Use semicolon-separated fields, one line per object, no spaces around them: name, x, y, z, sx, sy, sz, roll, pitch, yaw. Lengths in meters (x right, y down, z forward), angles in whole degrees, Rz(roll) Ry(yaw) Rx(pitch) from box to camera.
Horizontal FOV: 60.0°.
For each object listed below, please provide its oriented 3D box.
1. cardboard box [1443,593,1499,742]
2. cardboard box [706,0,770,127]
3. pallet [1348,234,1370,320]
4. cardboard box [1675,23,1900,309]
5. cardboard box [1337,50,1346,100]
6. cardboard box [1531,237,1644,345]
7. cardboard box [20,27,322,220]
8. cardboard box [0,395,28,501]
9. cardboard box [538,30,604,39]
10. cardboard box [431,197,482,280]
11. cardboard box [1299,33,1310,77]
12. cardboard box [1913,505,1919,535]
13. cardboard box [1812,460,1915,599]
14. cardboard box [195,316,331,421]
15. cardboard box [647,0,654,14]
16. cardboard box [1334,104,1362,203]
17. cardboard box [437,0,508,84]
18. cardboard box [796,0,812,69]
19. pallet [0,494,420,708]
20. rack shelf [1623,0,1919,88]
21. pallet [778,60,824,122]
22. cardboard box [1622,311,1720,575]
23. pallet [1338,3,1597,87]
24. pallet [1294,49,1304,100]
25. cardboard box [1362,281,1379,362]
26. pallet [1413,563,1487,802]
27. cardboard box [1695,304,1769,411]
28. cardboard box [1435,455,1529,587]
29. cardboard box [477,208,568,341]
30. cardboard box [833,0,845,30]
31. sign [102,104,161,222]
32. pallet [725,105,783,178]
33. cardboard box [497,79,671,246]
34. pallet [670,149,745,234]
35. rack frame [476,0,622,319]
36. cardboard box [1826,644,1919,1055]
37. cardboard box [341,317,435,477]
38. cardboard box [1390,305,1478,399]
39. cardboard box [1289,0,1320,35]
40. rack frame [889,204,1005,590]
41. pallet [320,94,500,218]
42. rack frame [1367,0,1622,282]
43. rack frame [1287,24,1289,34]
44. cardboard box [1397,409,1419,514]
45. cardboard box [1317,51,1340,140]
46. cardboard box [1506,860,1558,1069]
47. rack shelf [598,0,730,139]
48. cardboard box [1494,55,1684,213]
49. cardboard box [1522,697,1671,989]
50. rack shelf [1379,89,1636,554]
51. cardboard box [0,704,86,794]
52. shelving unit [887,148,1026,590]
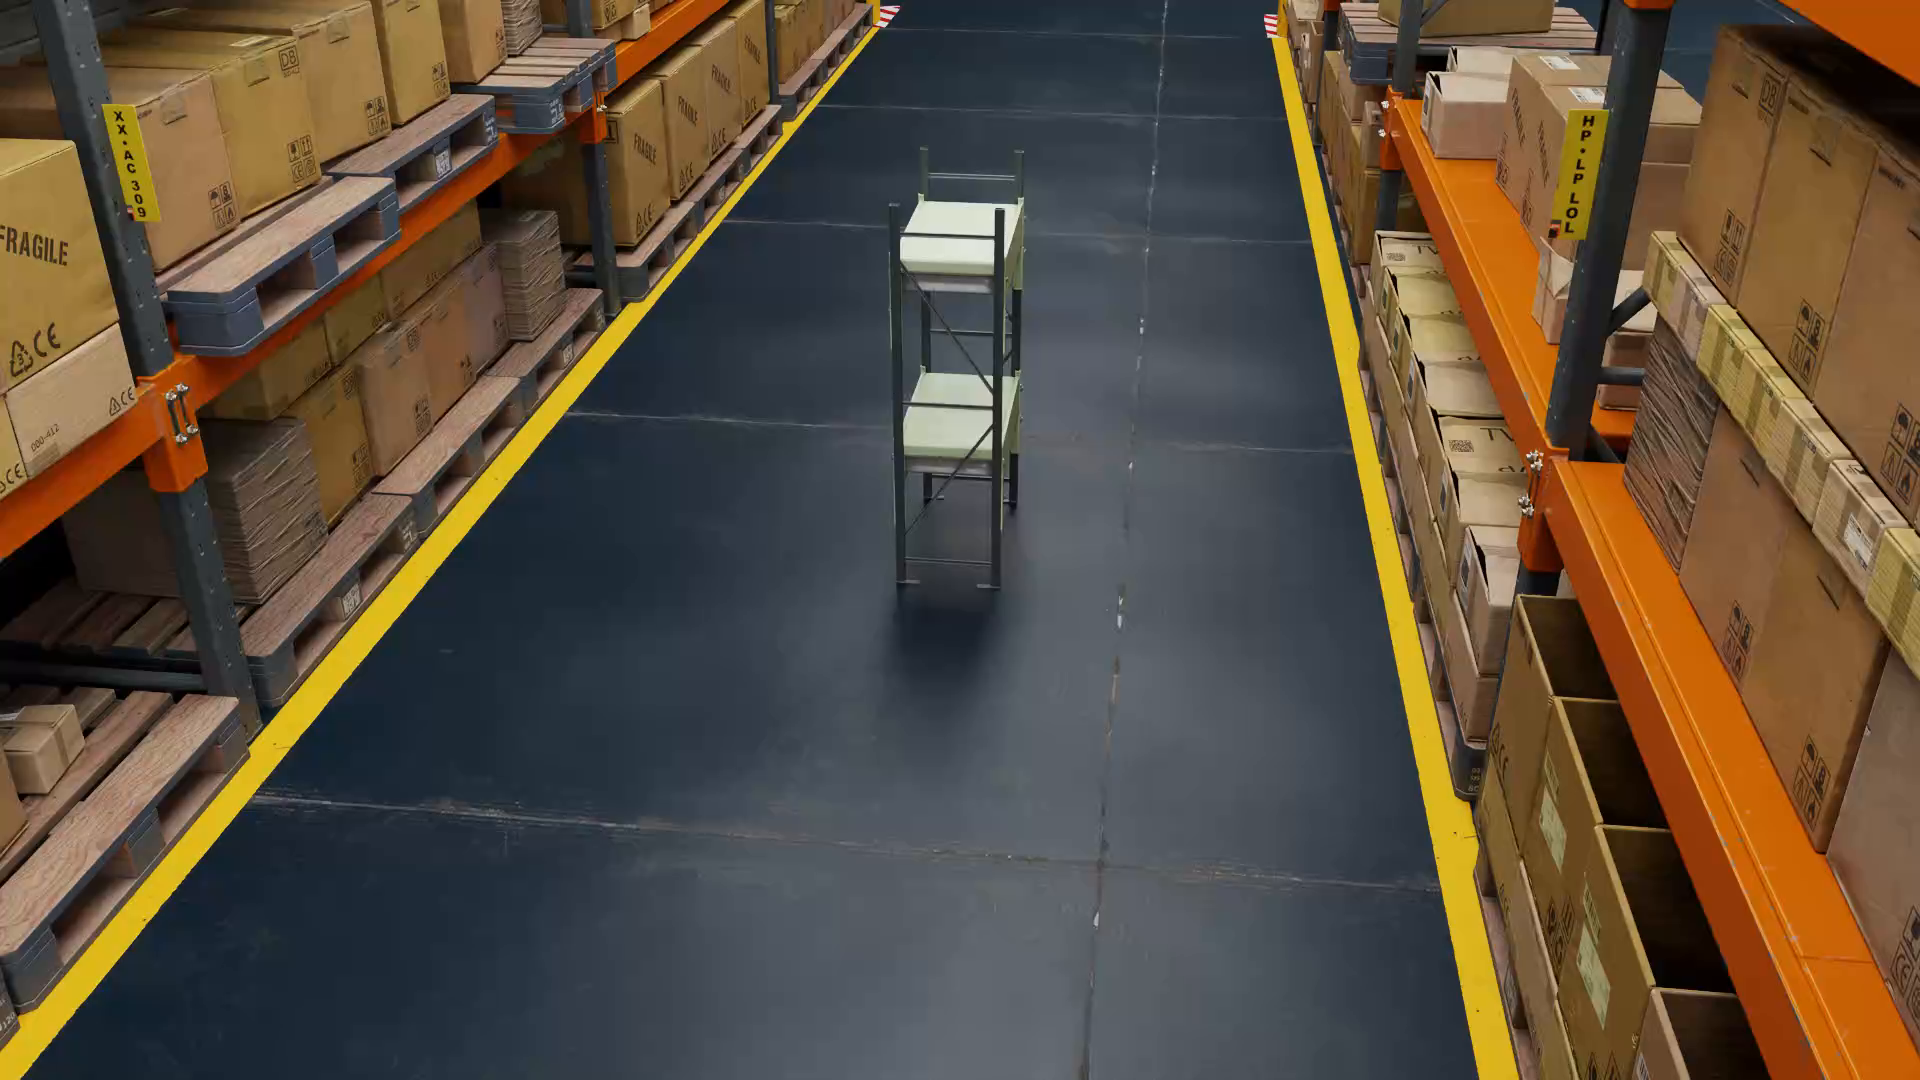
cardboard box;1.841;0.410;5.283;0.500;0.250;0.500;3;28;6
cardboard box;-1.809;-3.380;11.686;0.750;0.750;0.750;4;29;7
pallet;2.697;-1.408;9.141;1.003;0.211;1.213;3;28;6
cardboard box;2.030;-0.810;3.617;0.700;0.500;0.500;3;29;6
cardboard box;2.635;-2.908;10.367;0.500;0.250;0.500;3;29;6
cardboard box;2.004;-0.769;5.156;0.396;0.266;0.258;3;28;5
cardboard box;-2.667;-1.428;5.668;0.700;0.500;0.500;6;29;11
cardboard box;-2.665;-0.158;4.017;0.500;0.250;0.500;3;29;6
cardboard box;-2.078;-2.612;8.680;0.380;0.149;0.250;3;28;5
cardboard box;-2.517;-1.389;7.547;0.500;0.250;0.500;4;29;7
cardboard box;2.938;-3.817;13.043;0.500;0.311;0.500;3;28;6
cardboard box;1.846;-0.101;2.301;0.700;0.500;0.500;3;28;6
cardboard box;1.699;-0.011;2.819;0.380;0.149;0.250;3;28;5
cardboard box;-2.715;-0.668;6.208;0.500;0.250;0.500;3;28;5
cardboard box;-1.991;-3.099;9.583;0.380;0.149;0.250;4;29;7
cardboard box;2.572;-2.325;10.074;0.500;0.500;0.500;2;28;4
cardboard box;-2.438;-2.324;7.332;0.700;0.500;0.500;1;28;1
cardboard box;-1.600;-4.122;13.432;0.700;0.500;0.500;3;28;6
pallet;-2.745;0.171;6.209;1.003;0.211;1.213;3;28;6
rack shelf;1.833;-0.466;2.048;1.077;0.370;4.000;3;28;6
pallet;-1.688;-3.581;13.175;1.003;0.211;1.213;3;28;6
cardboard box;2.030;-0.238;3.924;0.700;0.500;0.500;3;28;5
pallet;2.582;-2.525;8.477;1.213;0.211;1.003;3;28;6
pallet;3.290;-3.841;13.657;1.003;0.211;1.213;3;28;6
cardboard box;2.213;-1.031;7.958;0.500;0.250;0.500;3;28;6
pallet;2.130;0.475;5.646;1.003;0.211;1.213;3;28;6
cardboard box;1.792;-0.378;3.500;0.380;0.149;0.250;3;28;5
cardboard box;1.901;-0.077;5.596;0.500;0.311;0.500;4;29;8
cardboard box;-2.385;-1.324;8.216;0.700;0.500;0.500;4;29;7
cardboard box;-1.416;-4.852;14.786;0.700;0.500;0.500;3;28;6
sign;-2.299;-1.043;4.610;0.100;0.325;0.005;3;28;6
pallet;-1.878;-2.860;11.837;1.003;0.211;1.213;3;28;6
cardboard box;-2.128;-2.150;9.401;0.750;0.750;0.750;3;28;6
pallet;-2.025;-2.284;10.768;1.003;0.211;1.213;3;28;6
rack frame;-2.349;-2.573;8.363;1.000;3.000;0.127;3;28;6
cardboard box;1.845;0.487;2.577;0.700;0.500;0.500;4;29;8
cardboard box;-2.649;-0.614;6.899;0.700;0.500;0.500;4;29;7
cardboard box;2.092;-0.791;6.920;0.500;0.311;0.500;3;28;5
cardboard box;3.139;-4.561;14.488;0.500;0.250;0.500;3;28;6
rack frame;-0.046;-0.485;6.069;0.400;1.500;0.023;3;28;6
pallet;-2.551;-1.554;6.674;1.003;0.211;1.213;3;28;6
rack frame;2.568;-2.286;7.831;1.000;3.000;0.127;3;28;6
rack frame;3.548;-6.052;14.821;1.000;3.000;0.127;3;28;6
cardboard box;2.031;-0.308;6.616;0.500;0.250;0.500;4;29;7
cardboard box;2.757;-3.049;11.419;0.500;0.500;0.500;2;28;4
cardboard box;1.654;1.058;4.080;0.500;0.250;0.500;3;28;6
rack shelf;-2.104;-3.197;10.281;1.077;0.370;4.000;3;28;6
cardboard box;2.379;-1.540;6.340;0.500;0.500;0.500;2;28;3
cardboard box;1.657;0.728;3.902;0.500;0.500;0.500;3;28;6
rack shelf;2.323;-1.028;6.255;1.077;0.370;4.000;3;28;6
cardboard box;-2.875;0.618;4.965;0.380;0.166;0.250;0;28;0
shelving unit;-0.001;-0.657;6.388;0.431;1.500;0.755;3;28;6
